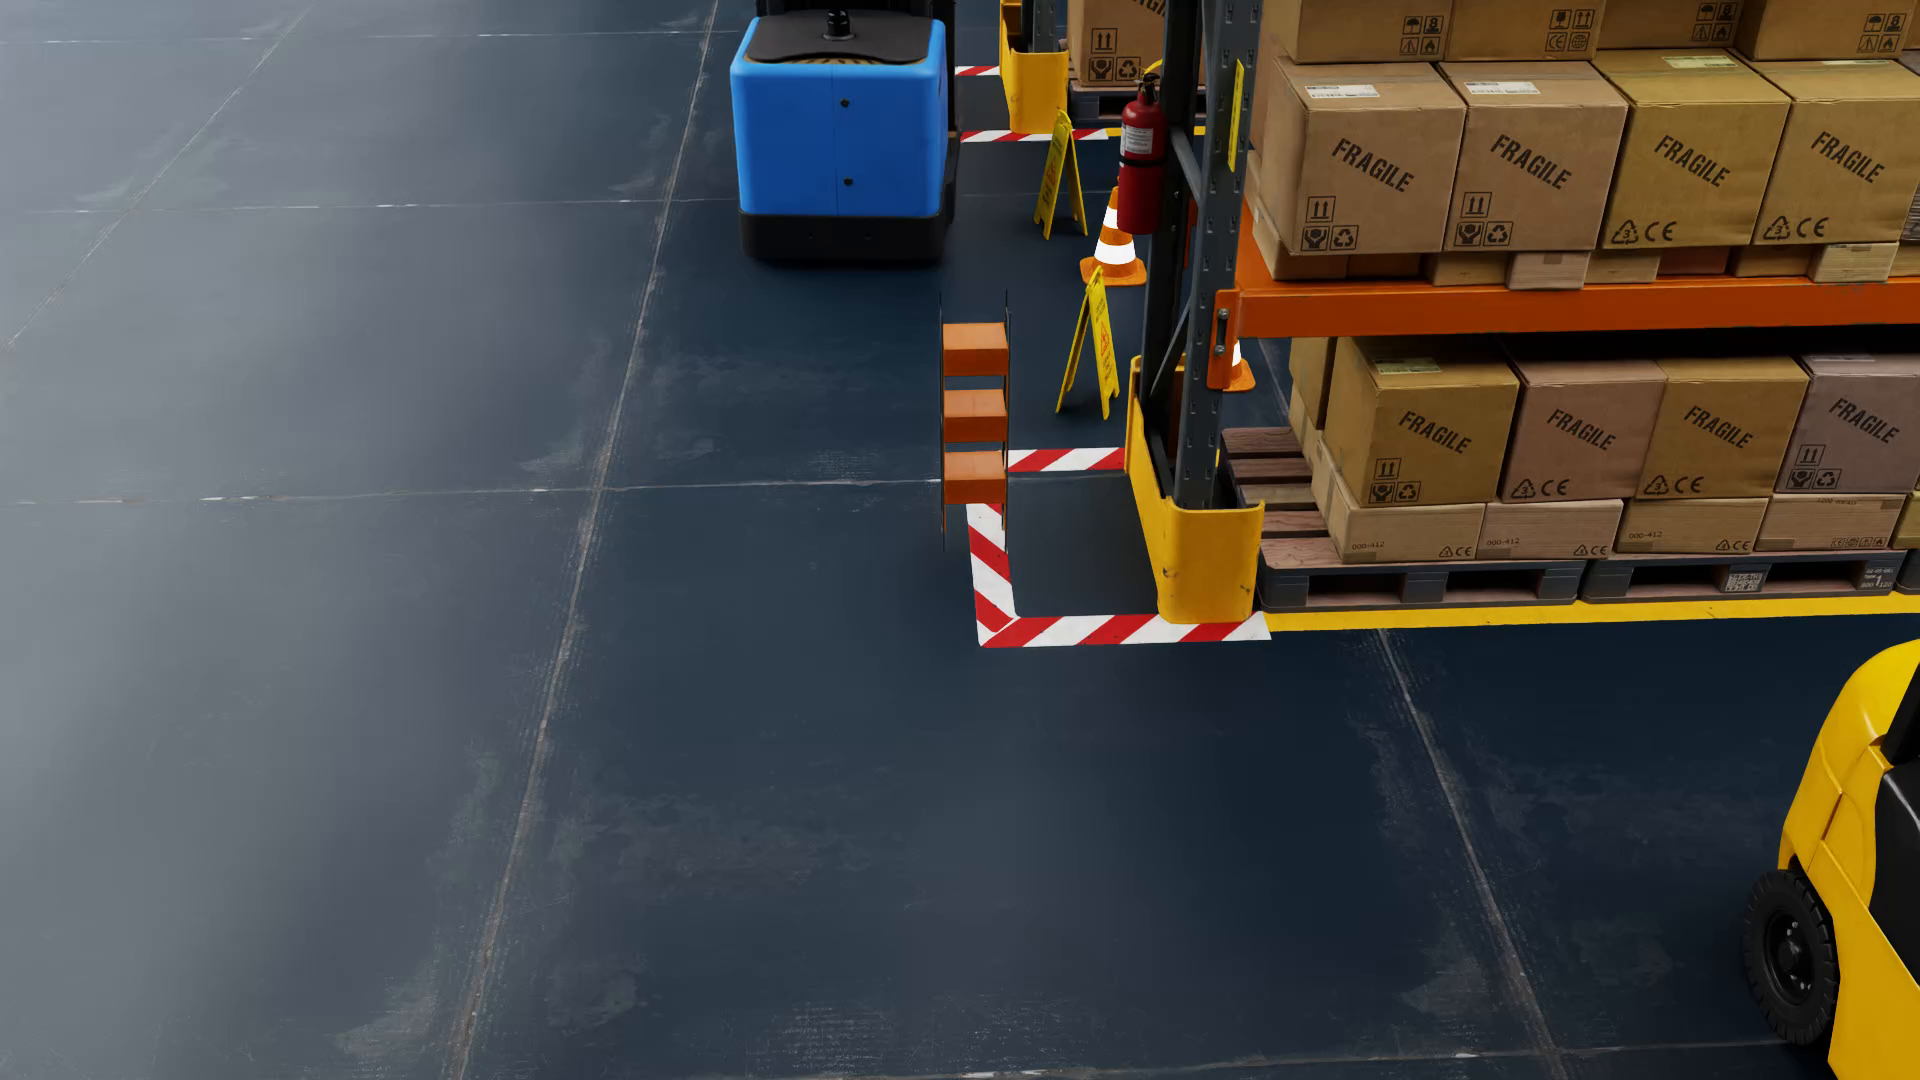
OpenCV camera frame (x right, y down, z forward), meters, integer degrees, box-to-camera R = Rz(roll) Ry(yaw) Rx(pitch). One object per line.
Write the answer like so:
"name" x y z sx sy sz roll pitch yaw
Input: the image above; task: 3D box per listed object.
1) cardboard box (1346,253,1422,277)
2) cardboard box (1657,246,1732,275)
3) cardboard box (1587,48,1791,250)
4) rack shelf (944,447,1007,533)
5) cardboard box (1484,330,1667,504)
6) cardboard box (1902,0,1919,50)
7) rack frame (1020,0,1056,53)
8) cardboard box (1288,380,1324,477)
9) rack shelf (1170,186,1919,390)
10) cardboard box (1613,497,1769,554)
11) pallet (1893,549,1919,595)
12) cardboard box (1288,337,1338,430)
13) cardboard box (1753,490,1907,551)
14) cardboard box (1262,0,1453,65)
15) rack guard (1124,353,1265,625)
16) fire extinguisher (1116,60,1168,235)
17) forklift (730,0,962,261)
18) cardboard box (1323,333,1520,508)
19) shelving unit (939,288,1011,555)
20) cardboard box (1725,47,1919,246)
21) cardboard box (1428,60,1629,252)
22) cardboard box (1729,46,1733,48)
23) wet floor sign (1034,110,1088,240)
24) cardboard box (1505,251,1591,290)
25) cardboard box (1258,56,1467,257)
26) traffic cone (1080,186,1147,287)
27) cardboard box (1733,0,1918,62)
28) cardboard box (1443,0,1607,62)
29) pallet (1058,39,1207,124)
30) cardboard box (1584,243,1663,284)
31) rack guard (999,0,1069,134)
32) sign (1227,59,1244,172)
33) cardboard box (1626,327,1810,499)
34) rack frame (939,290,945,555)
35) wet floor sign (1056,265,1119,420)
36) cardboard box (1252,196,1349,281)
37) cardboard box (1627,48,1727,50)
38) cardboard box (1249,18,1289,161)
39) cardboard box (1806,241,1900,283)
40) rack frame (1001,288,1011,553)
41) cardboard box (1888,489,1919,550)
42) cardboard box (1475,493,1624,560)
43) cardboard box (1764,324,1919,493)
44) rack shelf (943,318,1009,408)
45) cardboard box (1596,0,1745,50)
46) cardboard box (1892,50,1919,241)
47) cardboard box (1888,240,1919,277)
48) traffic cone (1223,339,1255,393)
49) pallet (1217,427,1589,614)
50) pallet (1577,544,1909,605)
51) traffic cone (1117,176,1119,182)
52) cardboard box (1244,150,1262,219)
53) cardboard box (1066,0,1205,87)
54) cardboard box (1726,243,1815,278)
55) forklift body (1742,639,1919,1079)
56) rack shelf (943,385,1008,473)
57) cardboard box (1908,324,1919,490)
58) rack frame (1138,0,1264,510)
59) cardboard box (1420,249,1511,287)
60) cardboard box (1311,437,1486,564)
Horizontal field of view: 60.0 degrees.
"cardboard box" 1.420 -1.057 5.733 0.250 0.149 0.380 -1 35 -2
"cardboard box" 2.462 -1.066 5.746 0.250 0.149 0.380 0 35 -1
"cardboard box" 2.332 -1.302 5.518 0.500 0.500 0.500 -2 35 -3
"rack shelf" 0.053 -0.196 6.488 0.240 0.259 0.215 -2 35 -2
"cardboard box" 2.184 -0.486 6.076 0.500 0.500 0.500 -3 35 -4
"cardboard box" 3.351 -2.048 5.716 0.500 0.500 0.700 -2 35 -3
"rack frame" 0.484 -4.065 9.858 0.127 3.000 1.000 -2 35 -2
"cardboard box" 1.638 -0.471 6.713 0.500 0.250 0.500 -2 35 -2
"rack shelf" 2.817 -1.012 6.079 4.000 0.370 1.077 -2 35 -2
"cardboard box" 2.693 -0.192 6.309 0.500 0.250 0.500 1 35 1
"pallet" 4.146 -0.177 6.691 1.213 0.211 1.003 -2 35 -2
"cardboard box" 1.607 -0.774 6.492 0.500 0.500 0.500 -1 35 -2
"cardboard box" 3.197 -0.204 6.327 0.500 0.250 0.500 -1 35 -1
"cardboard box" 1.319 -1.966 5.598 0.500 0.500 0.700 -2 35 -3
"rack guard" 0.895 -0.228 6.511 0.348 0.500 1.175 -2 35 -2
"fire extinguisher" 0.683 -1.481 6.193 0.183 0.674 0.296 -2 35 -2
"forklift" -0.560 -3.453 9.034 1.130 2.935 3.031 1 35 2
"cardboard box" 1.662 -0.470 6.052 0.500 0.500 0.500 -3 35 -4
"shelving unit" 0.053 -0.433 6.324 0.252 1.050 0.215 -2 35 -2
"cardboard box" 2.839 -1.321 5.544 0.500 0.500 0.500 -2 35 -3
"cardboard box" 1.823 -1.288 5.497 0.500 0.500 0.500 -1 35 -1
"cardboard box" 2.856 -1.614 5.968 0.500 0.500 0.500 -1 35 -2
"wet floor sign" 0.549 -1.970 8.901 0.232 0.644 0.267 -7 35 -10
"cardboard box" 1.944 -0.999 5.649 0.250 0.149 0.380 -1 35 -1
"cardboard box" 1.305 -1.272 5.474 0.500 0.500 0.500 -2 35 -3
"traffic cone" 0.796 -1.577 8.493 0.334 0.463 0.336 -2 35 -2
"cardboard box" 2.834 -1.982 5.621 0.500 0.500 0.700 -2 35 -3
"cardboard box" 1.825 -1.975 5.612 0.500 0.500 0.700 -1 35 -2
"pallet" 1.279 -2.984 10.747 1.213 0.211 1.003 -2 35 -2
"cardboard box" 2.201 -1.025 5.686 0.250 0.149 0.380 -1 35 -1
"rack guard" 0.460 -3.036 10.569 0.348 0.500 1.175 -2 35 -2
"sign" 0.845 -1.301 5.105 0.005 0.325 0.100 -2 35 -2
"cardboard box" 2.685 -0.495 6.089 0.500 0.500 0.500 -1 35 -1
"rack frame" -0.069 -0.430 6.320 0.008 1.050 0.200 -2 35 -2
"wet floor sign" 0.579 -0.889 7.338 0.232 0.644 0.267 10 36 14
"cardboard box" 1.168 -1.042 5.711 0.250 0.149 0.380 -1 35 -2
"cardboard box" 2.349 -1.611 5.963 0.500 0.500 0.500 -2 35 -2
"cardboard box" 1.348 -1.588 5.931 0.500 0.500 0.500 -2 35 -3
"cardboard box" 2.981 -1.030 5.694 0.250 0.149 0.380 -1 35 -2
"rack frame" 0.175 -0.436 6.329 0.008 1.050 0.200 -2 35 -2
"cardboard box" 3.705 -0.215 6.343 0.500 0.250 0.500 -2 35 -3
"cardboard box" 2.148 -0.170 6.278 0.500 0.250 0.500 0 35 -1
"cardboard box" 3.219 -0.514 6.116 0.500 0.500 0.500 0 35 0
"rack shelf" 0.053 -0.658 6.169 0.240 0.259 0.215 -2 35 -2
"cardboard box" 2.330 -2.048 5.716 0.500 0.500 0.700 -2 35 -3
"cardboard box" 3.351 -1.337 5.568 0.500 0.500 0.500 -1 35 -1
"cardboard box" 3.236 -1.057 5.733 0.250 0.149 0.380 -2 35 -3
"traffic cone" 1.188 -0.955 7.595 0.334 0.463 0.336 -2 35 -2
"pallet" 1.708 -0.111 6.596 1.213 0.211 1.003 -2 35 -2
"pallet" 2.924 -0.142 6.641 1.213 0.211 1.003 -2 35 -2
"traffic cone" 1.082 -2.229 9.435 0.334 0.463 0.336 -2 35 -2
"cardboard box" 1.183 -1.282 6.058 0.250 0.149 0.380 0 35 -1
"cardboard box" 1.158 -3.420 10.424 0.875 0.875 0.875 -1 35 -2
"cardboard box" 2.727 -1.056 5.732 0.250 0.149 0.380 -2 35 -3
"forklift body" 2.866 0.829 3.534 1.214 2.155 2.313 -2 35 -2
"rack shelf" 0.053 -0.424 6.330 0.240 0.259 0.215 -2 35 -2
"cardboard box" 3.729 -0.529 6.137 0.500 0.500 0.500 -1 35 -1
"rack frame" 0.819 -1.254 5.797 0.127 3.000 1.000 -2 35 -2
"cardboard box" 1.689 -1.018 5.677 0.250 0.149 0.380 -3 35 -4
"cardboard box" 1.638 -0.160 6.264 0.500 0.250 0.500 -2 35 -3
